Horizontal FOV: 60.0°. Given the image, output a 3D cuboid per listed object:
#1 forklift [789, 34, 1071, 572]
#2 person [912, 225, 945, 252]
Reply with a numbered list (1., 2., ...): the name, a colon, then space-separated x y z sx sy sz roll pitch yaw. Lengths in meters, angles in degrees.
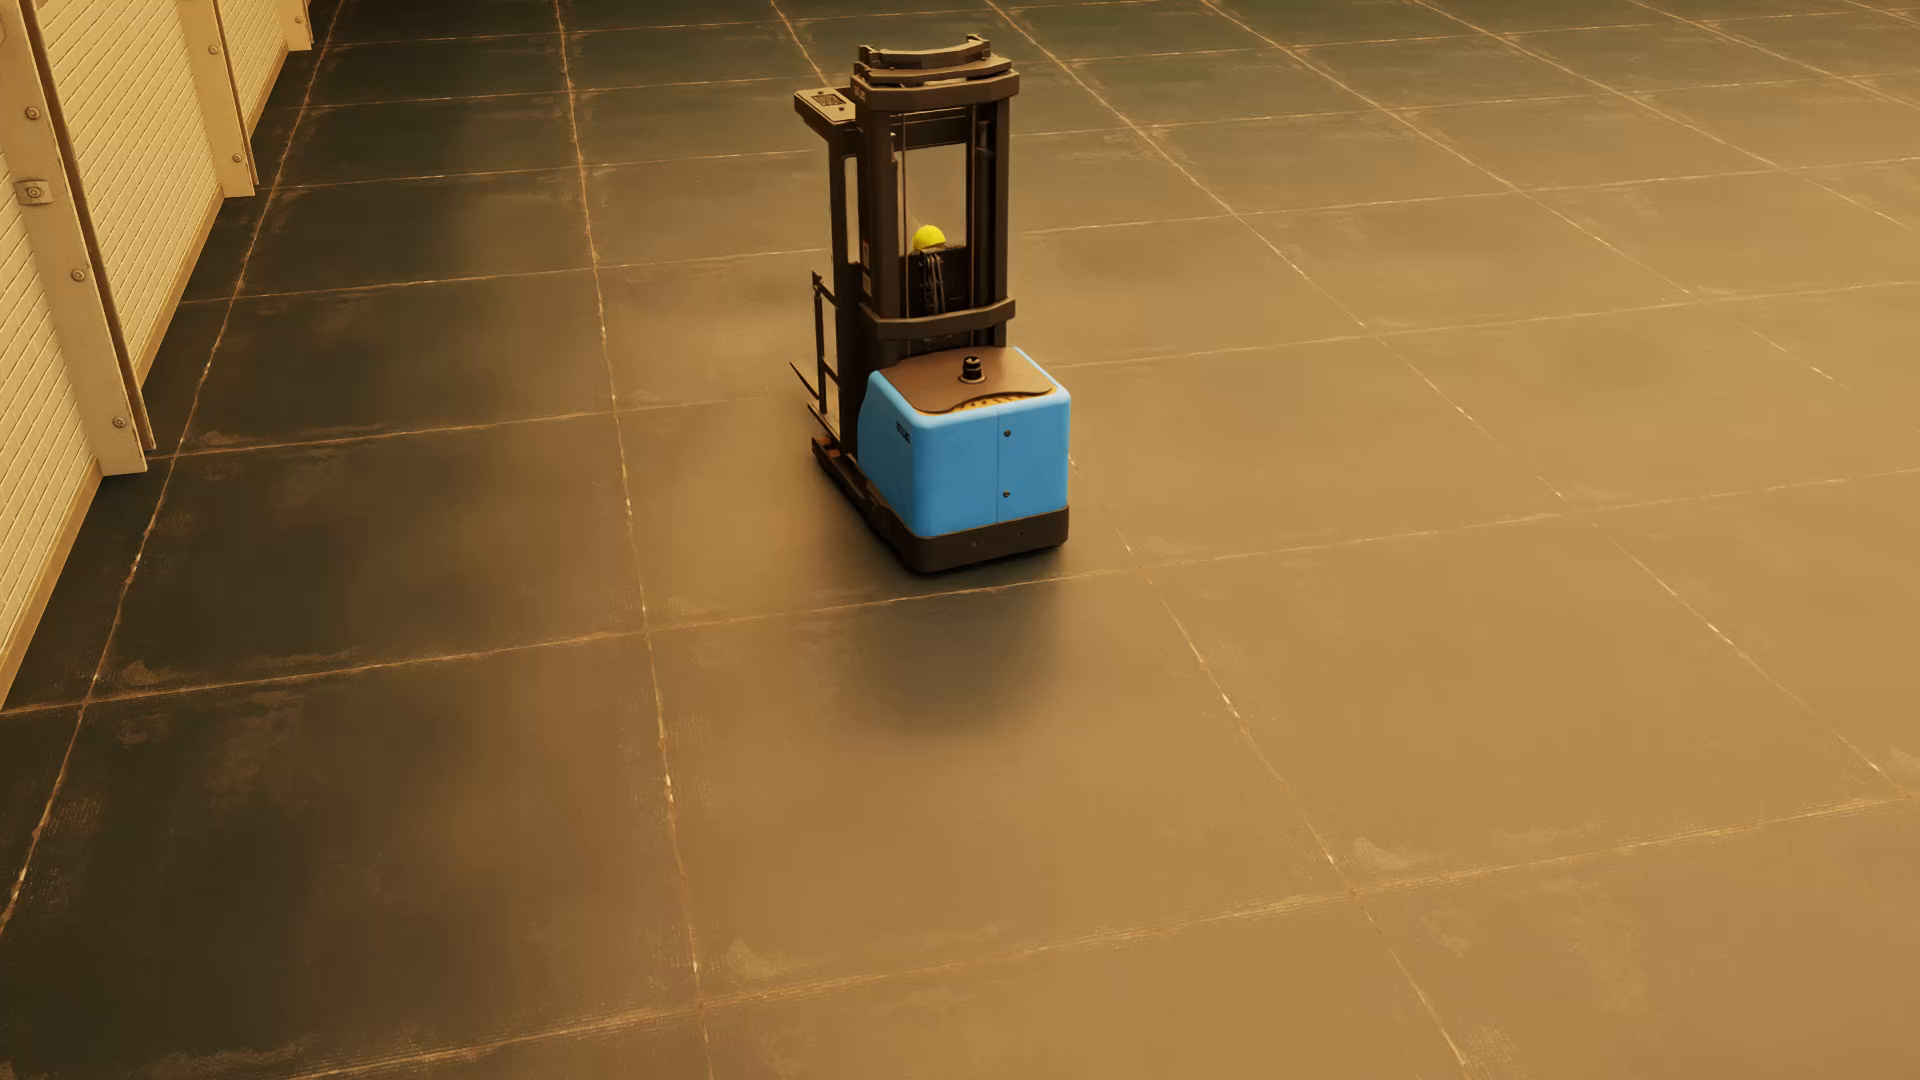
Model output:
1. forklift: -0.367 -1.795 10.675 1.130 2.935 3.031 -12 32 -20
2. person: -0.042 -1.343 11.188 0.807 1.653 0.991 7 31 12
